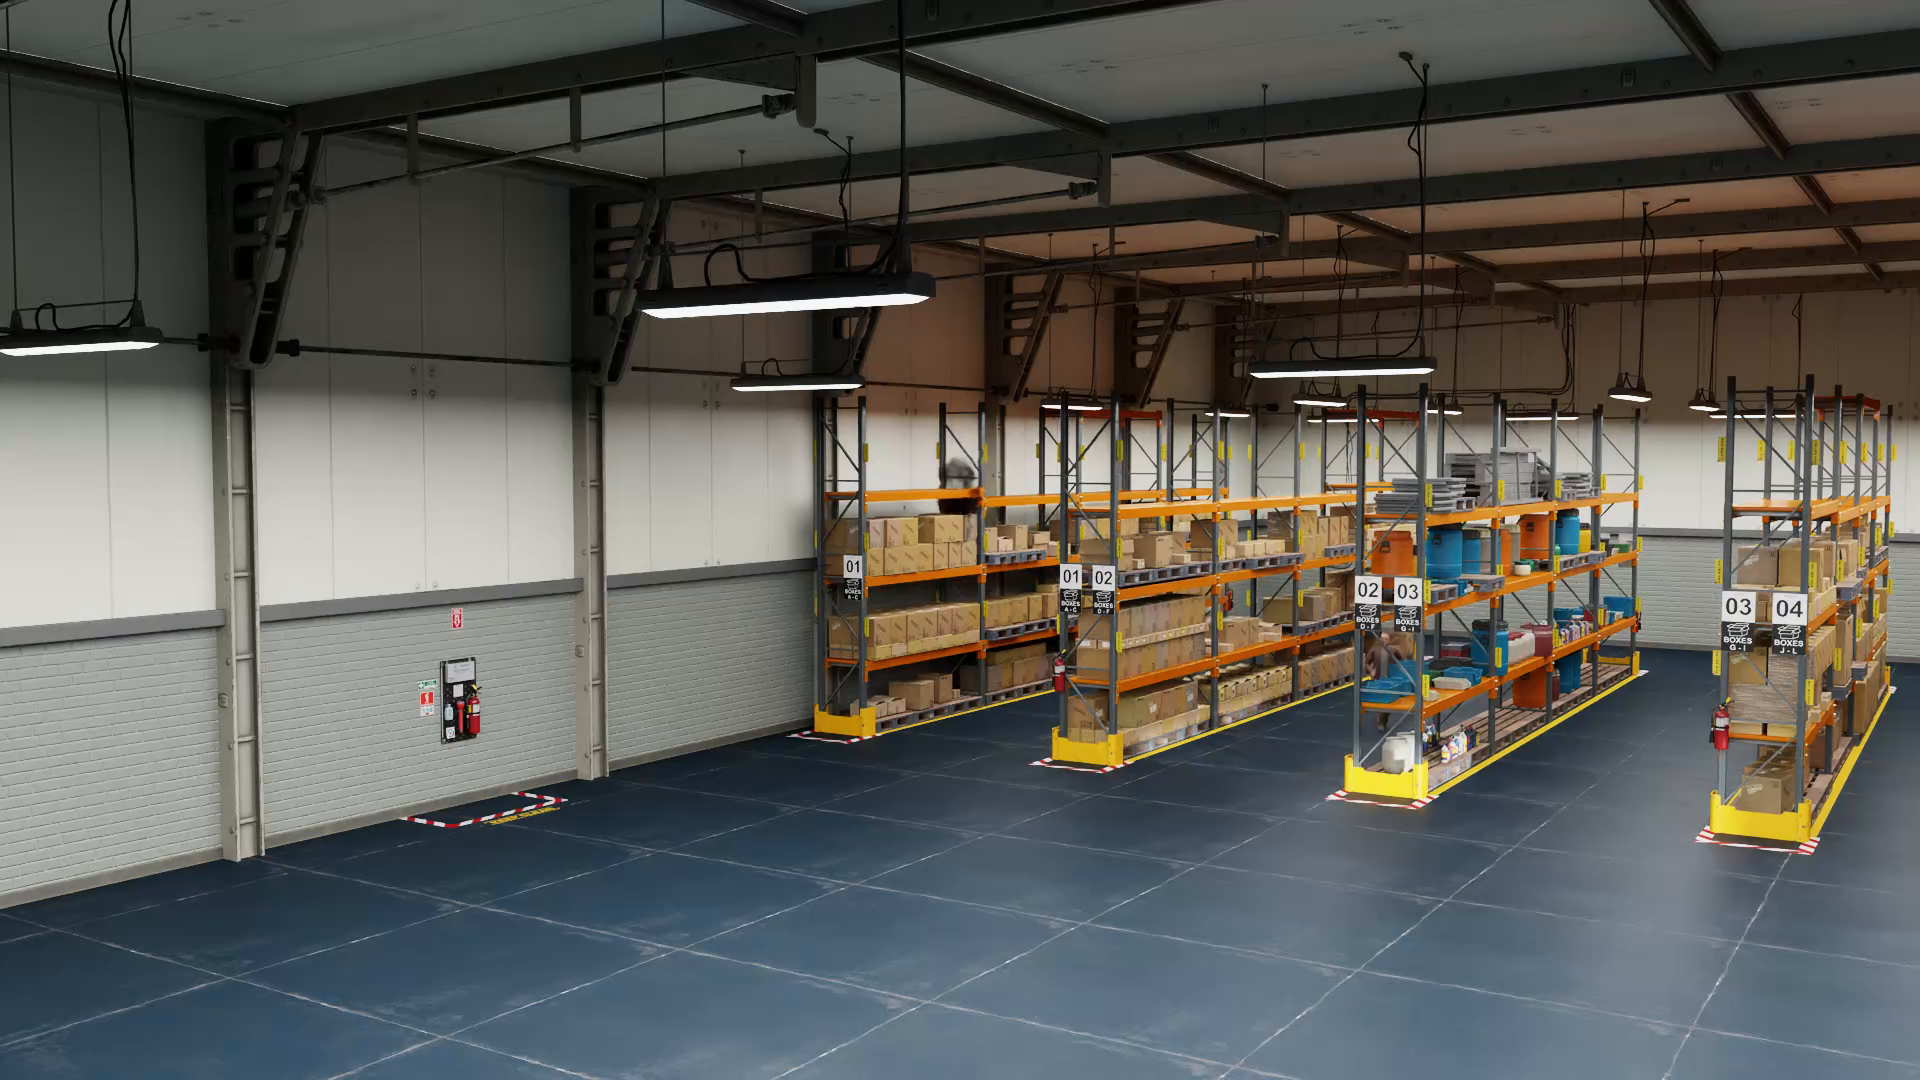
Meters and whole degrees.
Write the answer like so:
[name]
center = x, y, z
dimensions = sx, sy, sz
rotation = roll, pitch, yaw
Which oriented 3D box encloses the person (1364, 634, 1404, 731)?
[person]
center = 7.655, 2.553, 30.025
dimensions = 0.709, 1.737, 0.757
rotation = 1, 3, 19
